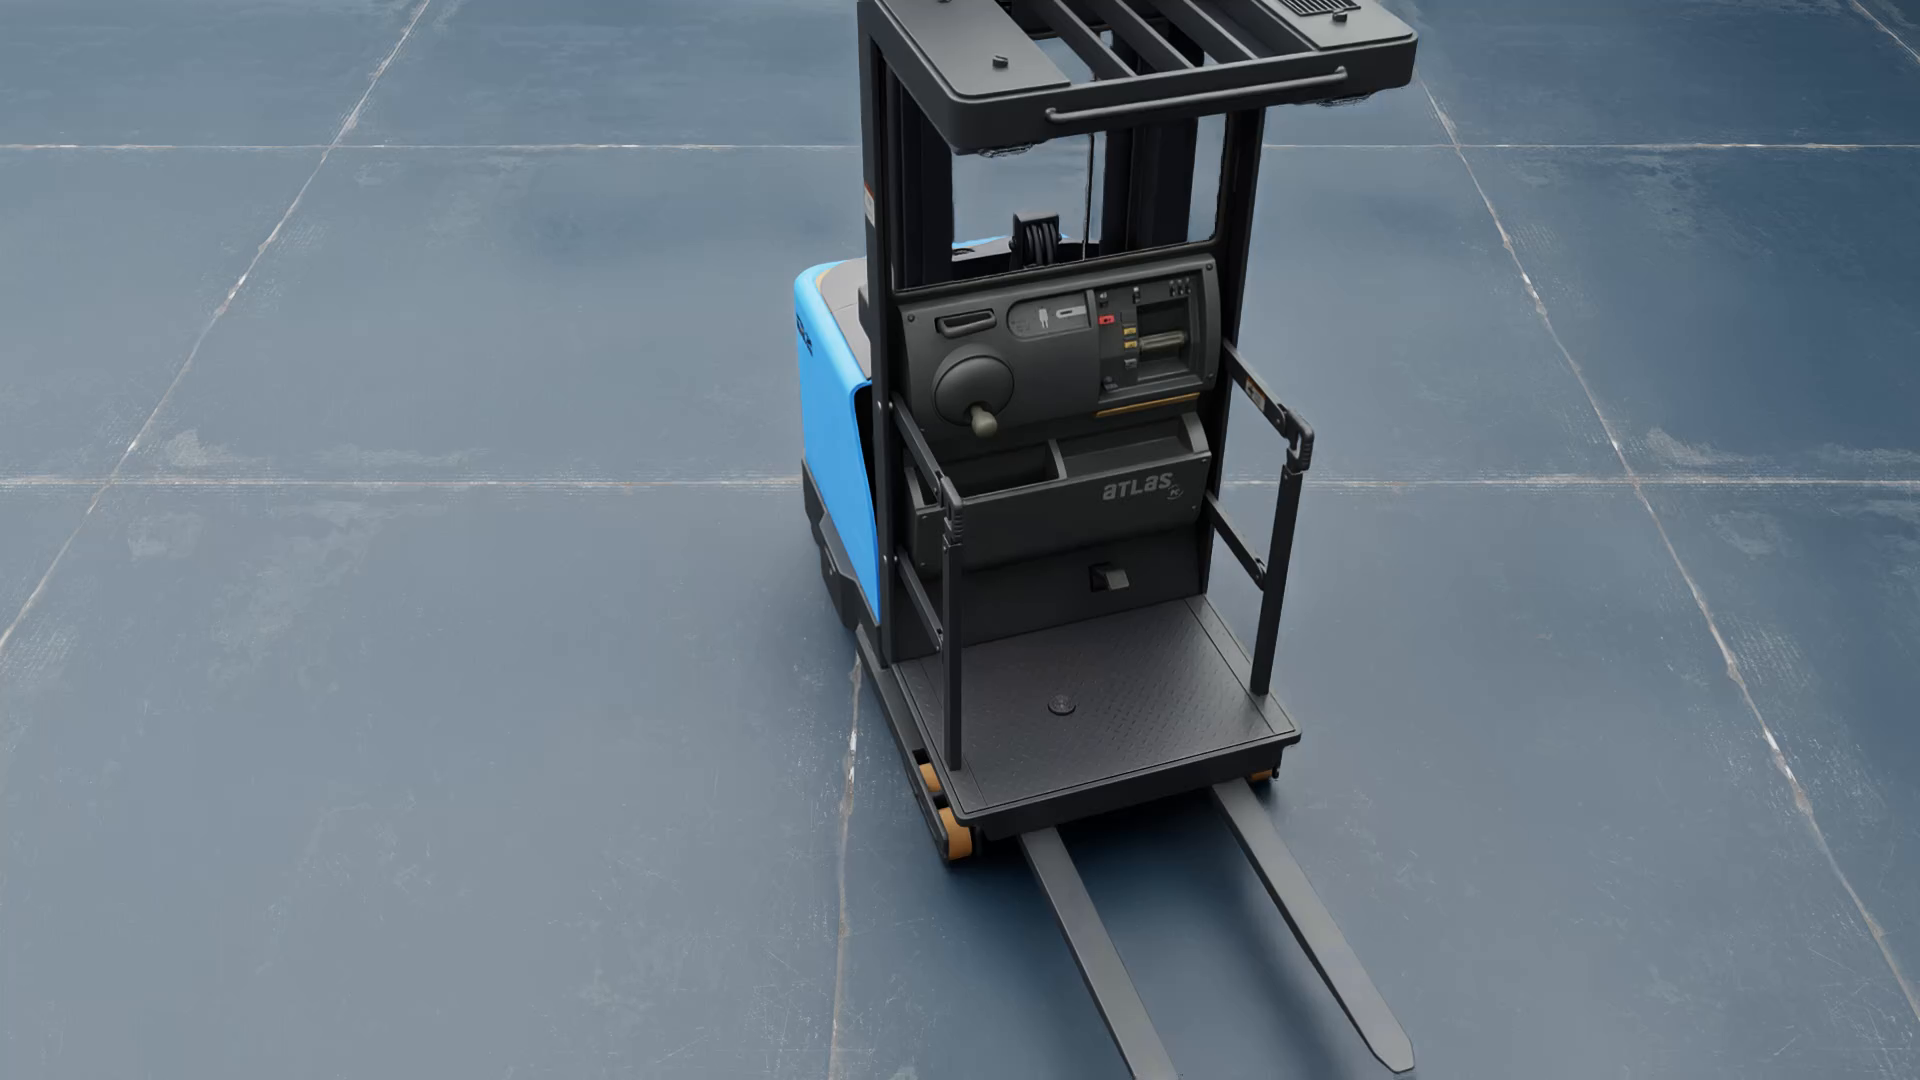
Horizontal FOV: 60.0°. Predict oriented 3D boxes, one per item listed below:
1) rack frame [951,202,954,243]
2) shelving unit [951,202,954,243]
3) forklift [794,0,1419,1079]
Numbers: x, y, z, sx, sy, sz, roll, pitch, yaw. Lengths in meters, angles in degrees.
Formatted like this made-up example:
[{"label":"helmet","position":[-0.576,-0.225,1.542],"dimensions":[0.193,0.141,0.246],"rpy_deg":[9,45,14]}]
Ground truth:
[{"label":"rack frame","position":[-0.135,-0.688,6.149],"dimensions":[0.240,1.200,0.006],"rpy_deg":[-12,40,-14]},{"label":"shelving unit","position":[-0.164,-0.742,6.217],"dimensions":[0.258,1.200,0.189],"rpy_deg":[-12,40,-14]},{"label":"forklift","position":[0.363,-0.463,4.484],"dimensions":[1.130,2.935,3.031],"rpy_deg":[-12,40,-14]}]
